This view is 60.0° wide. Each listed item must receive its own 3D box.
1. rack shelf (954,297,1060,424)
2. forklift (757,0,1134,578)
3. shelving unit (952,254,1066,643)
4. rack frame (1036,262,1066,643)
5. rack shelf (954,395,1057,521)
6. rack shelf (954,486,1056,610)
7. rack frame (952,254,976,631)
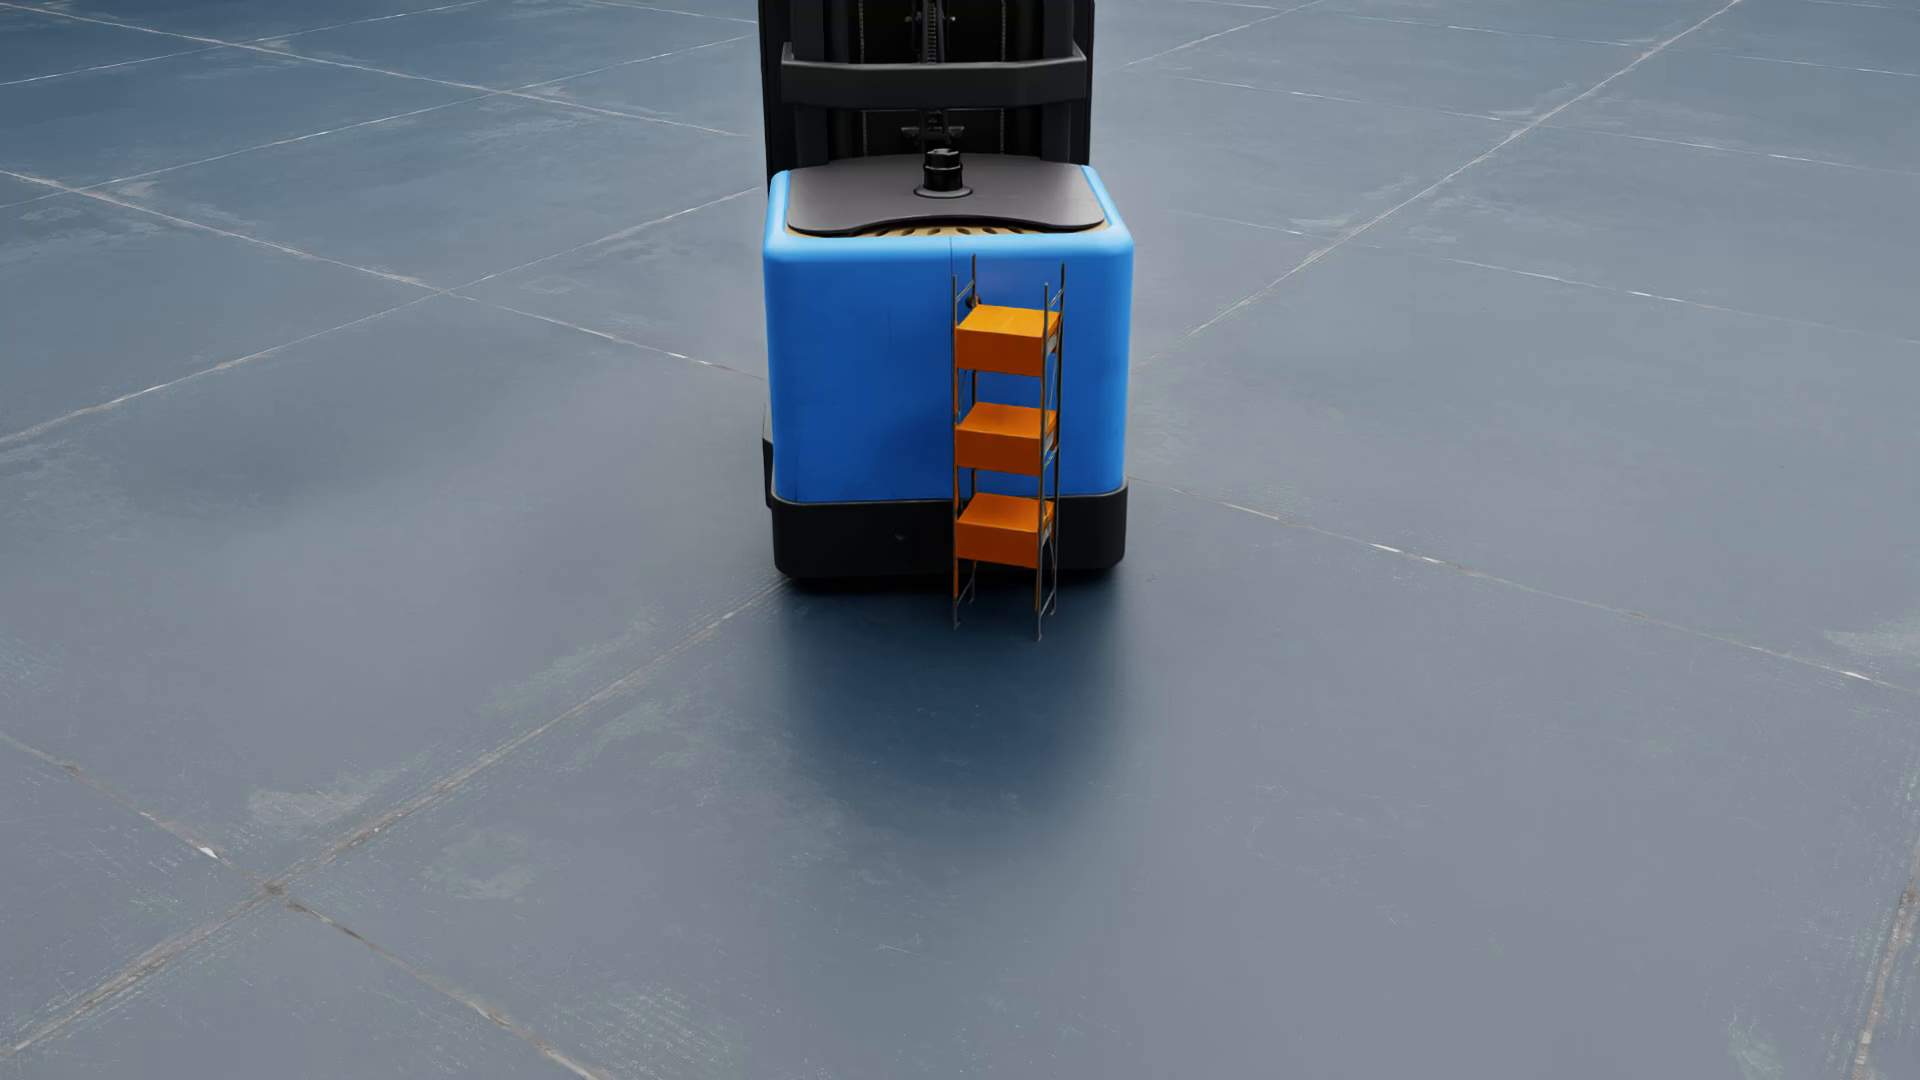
[{"bbox_3d":[0.129,-0.480,4.433,0.240,0.259,0.215,8,28,15],"label":"rack shelf"},{"bbox_3d":[-0.126,-1.828,5.609,1.130,2.935,3.031,-2,27,-4],"label":"forklift"},{"bbox_3d":[0.129,-0.236,4.557,0.252,1.050,0.215,8,28,15],"label":"shelving unit"},{"bbox_3d":[0.246,-0.221,4.526,0.008,1.050,0.200,8,28,15],"label":"rack frame"},{"bbox_3d":[0.129,-0.227,4.562,0.240,0.259,0.215,8,28,15],"label":"rack shelf"},{"bbox_3d":[0.129,0.021,4.688,0.240,0.259,0.215,8,28,15],"label":"rack shelf"},{"bbox_3d":[0.012,-0.252,4.588,0.008,1.050,0.200,8,28,15],"label":"rack frame"}]
